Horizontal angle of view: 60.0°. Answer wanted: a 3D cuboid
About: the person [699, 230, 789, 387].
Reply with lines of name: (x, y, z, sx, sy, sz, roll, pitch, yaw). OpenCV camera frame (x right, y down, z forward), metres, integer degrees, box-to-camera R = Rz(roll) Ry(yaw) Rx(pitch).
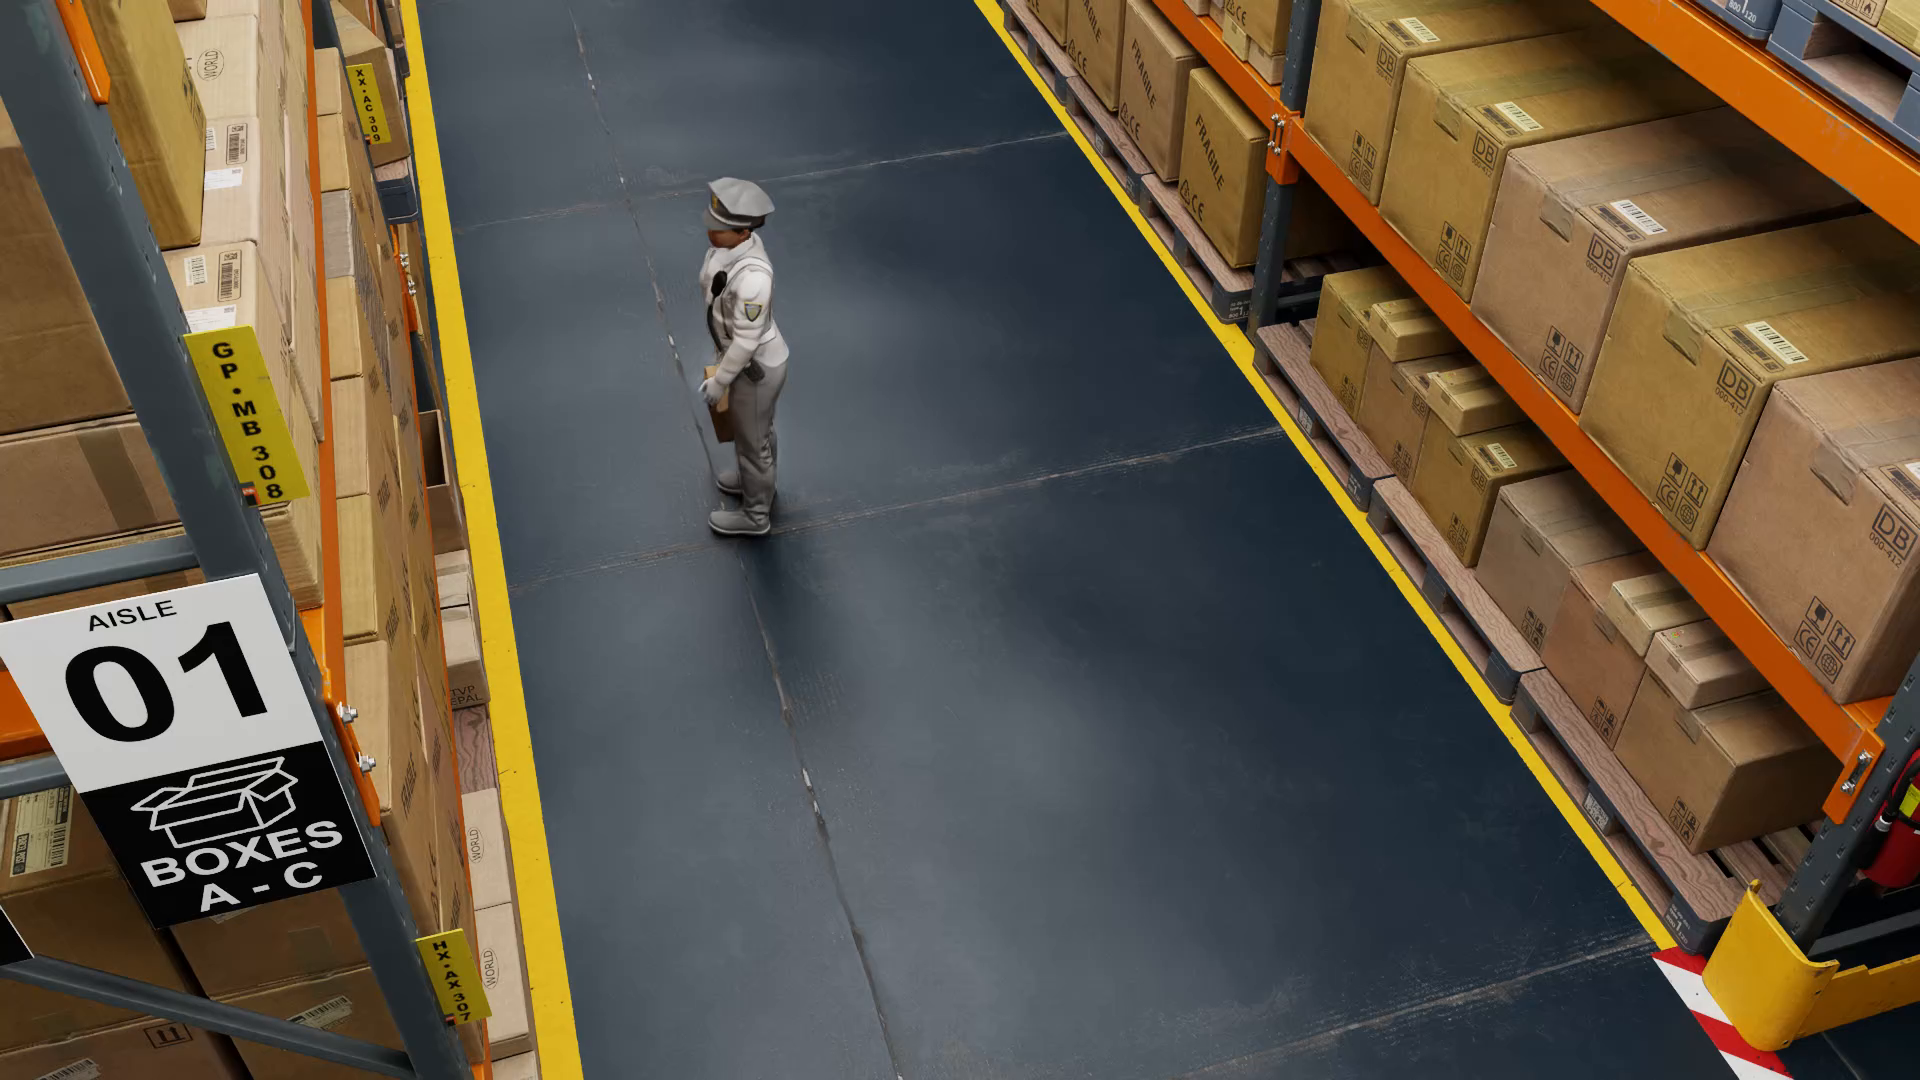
person: (-0.885, -0.979, 6.722, 0.324, 0.602, 0.501, -11, 44, -11)
